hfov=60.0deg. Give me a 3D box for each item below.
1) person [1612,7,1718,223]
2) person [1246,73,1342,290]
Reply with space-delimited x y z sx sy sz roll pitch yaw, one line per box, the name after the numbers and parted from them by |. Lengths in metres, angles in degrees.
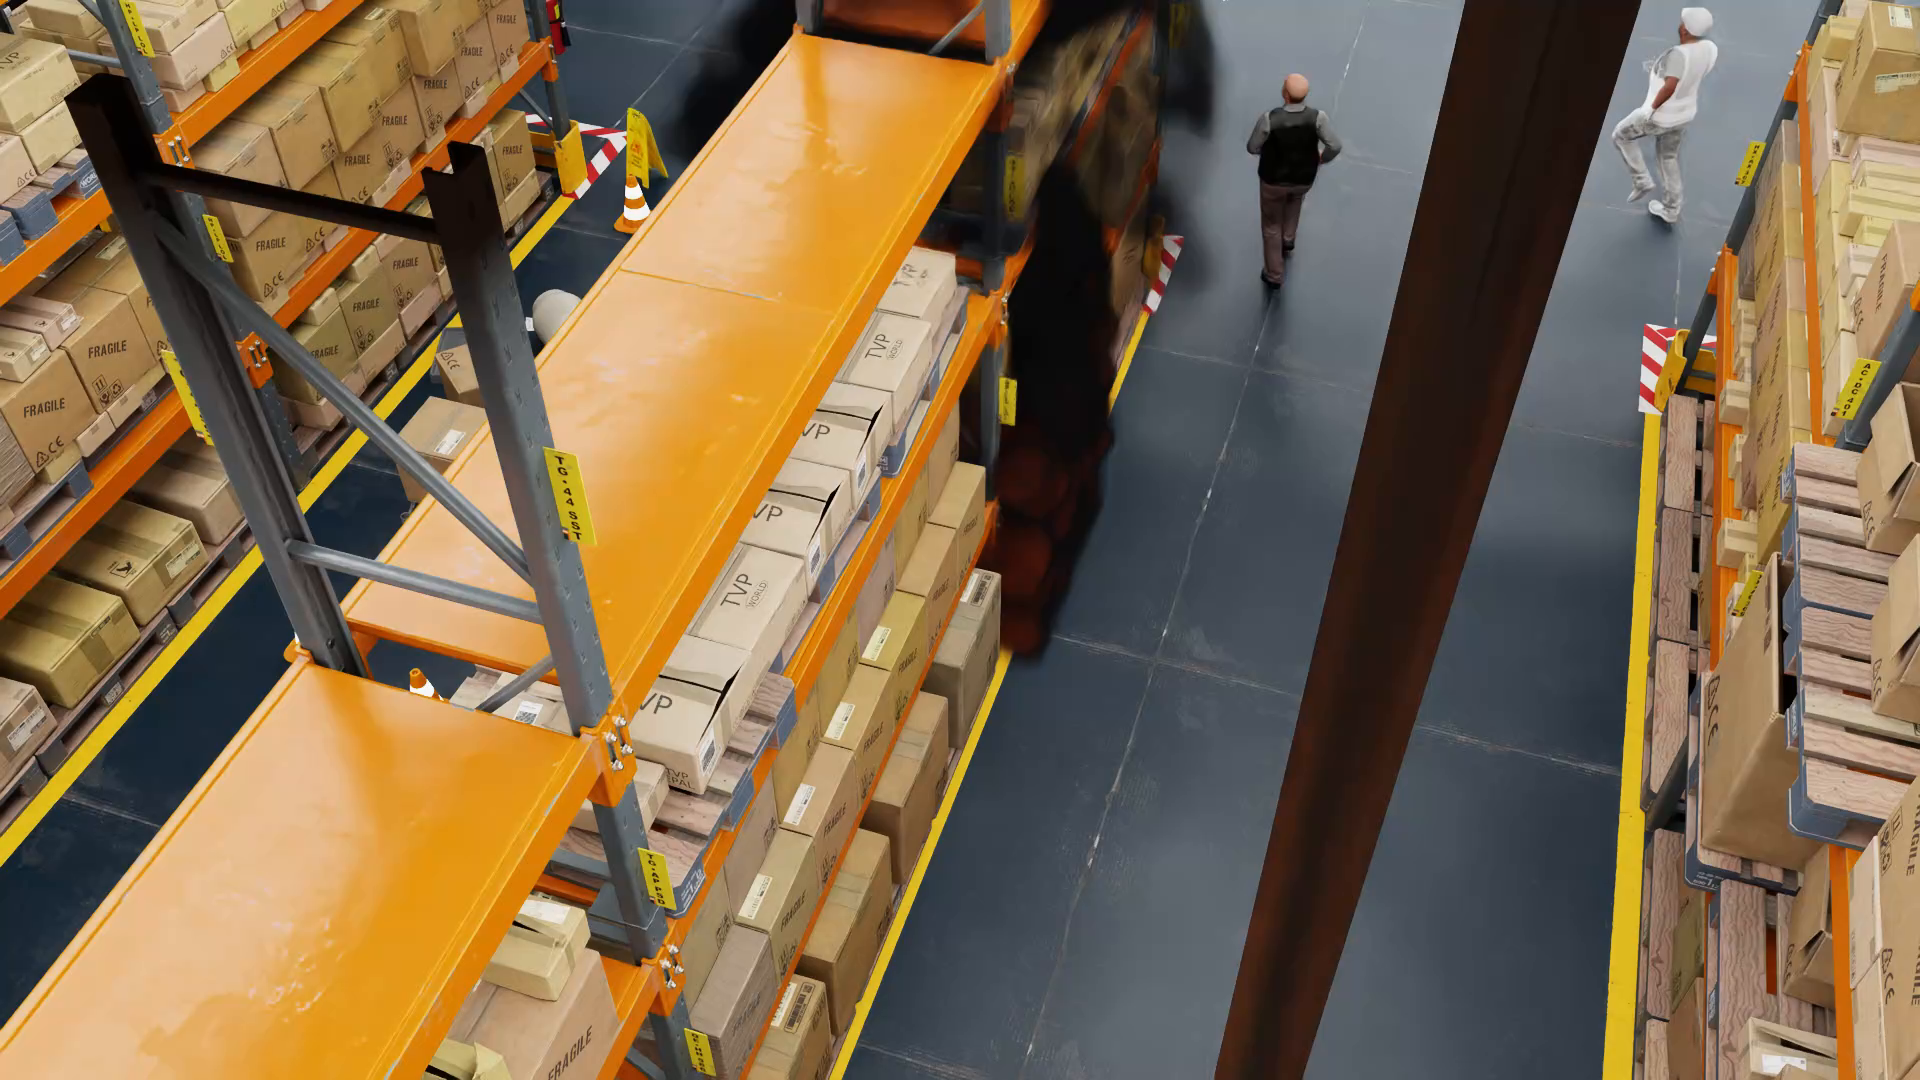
5.585 -3.413 13.229 0.705 1.731 0.805 -19 49 -17 | person
2.467 -2.731 12.623 0.661 1.752 0.717 -2 46 -2 | person
